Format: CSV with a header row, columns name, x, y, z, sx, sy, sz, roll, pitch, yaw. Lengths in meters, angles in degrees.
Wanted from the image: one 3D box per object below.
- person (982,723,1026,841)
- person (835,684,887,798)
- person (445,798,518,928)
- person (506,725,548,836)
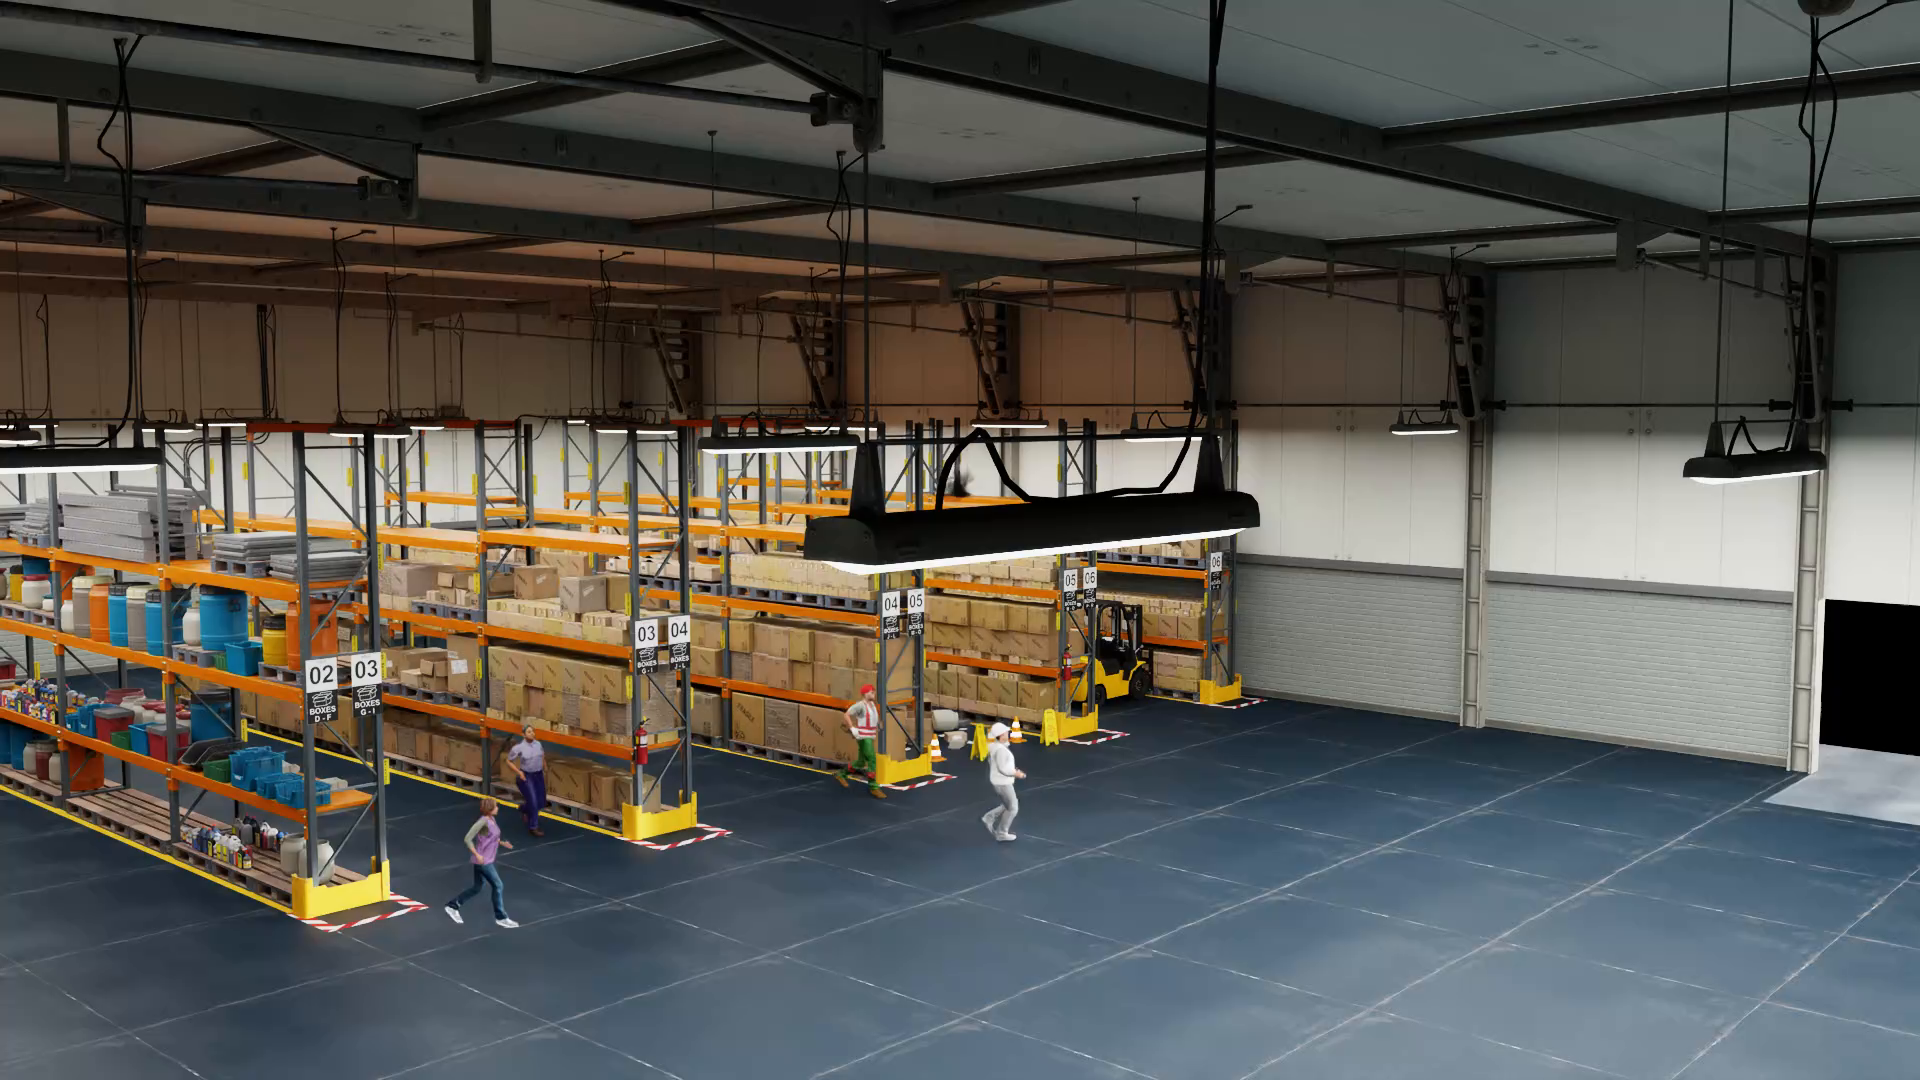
name,x,y,z,sx,sy,sz,roll,pitch,yaw
person,0.629,3.499,24.102,0.603,1.722,0.656,-1,5,-9
person,-1.553,3.234,27.067,0.972,1.783,0.720,2,5,22
person,-5.786,3.894,20.048,0.871,1.596,0.500,-1,5,-10
person,-6.365,3.526,24.534,0.708,1.602,0.615,4,6,39
